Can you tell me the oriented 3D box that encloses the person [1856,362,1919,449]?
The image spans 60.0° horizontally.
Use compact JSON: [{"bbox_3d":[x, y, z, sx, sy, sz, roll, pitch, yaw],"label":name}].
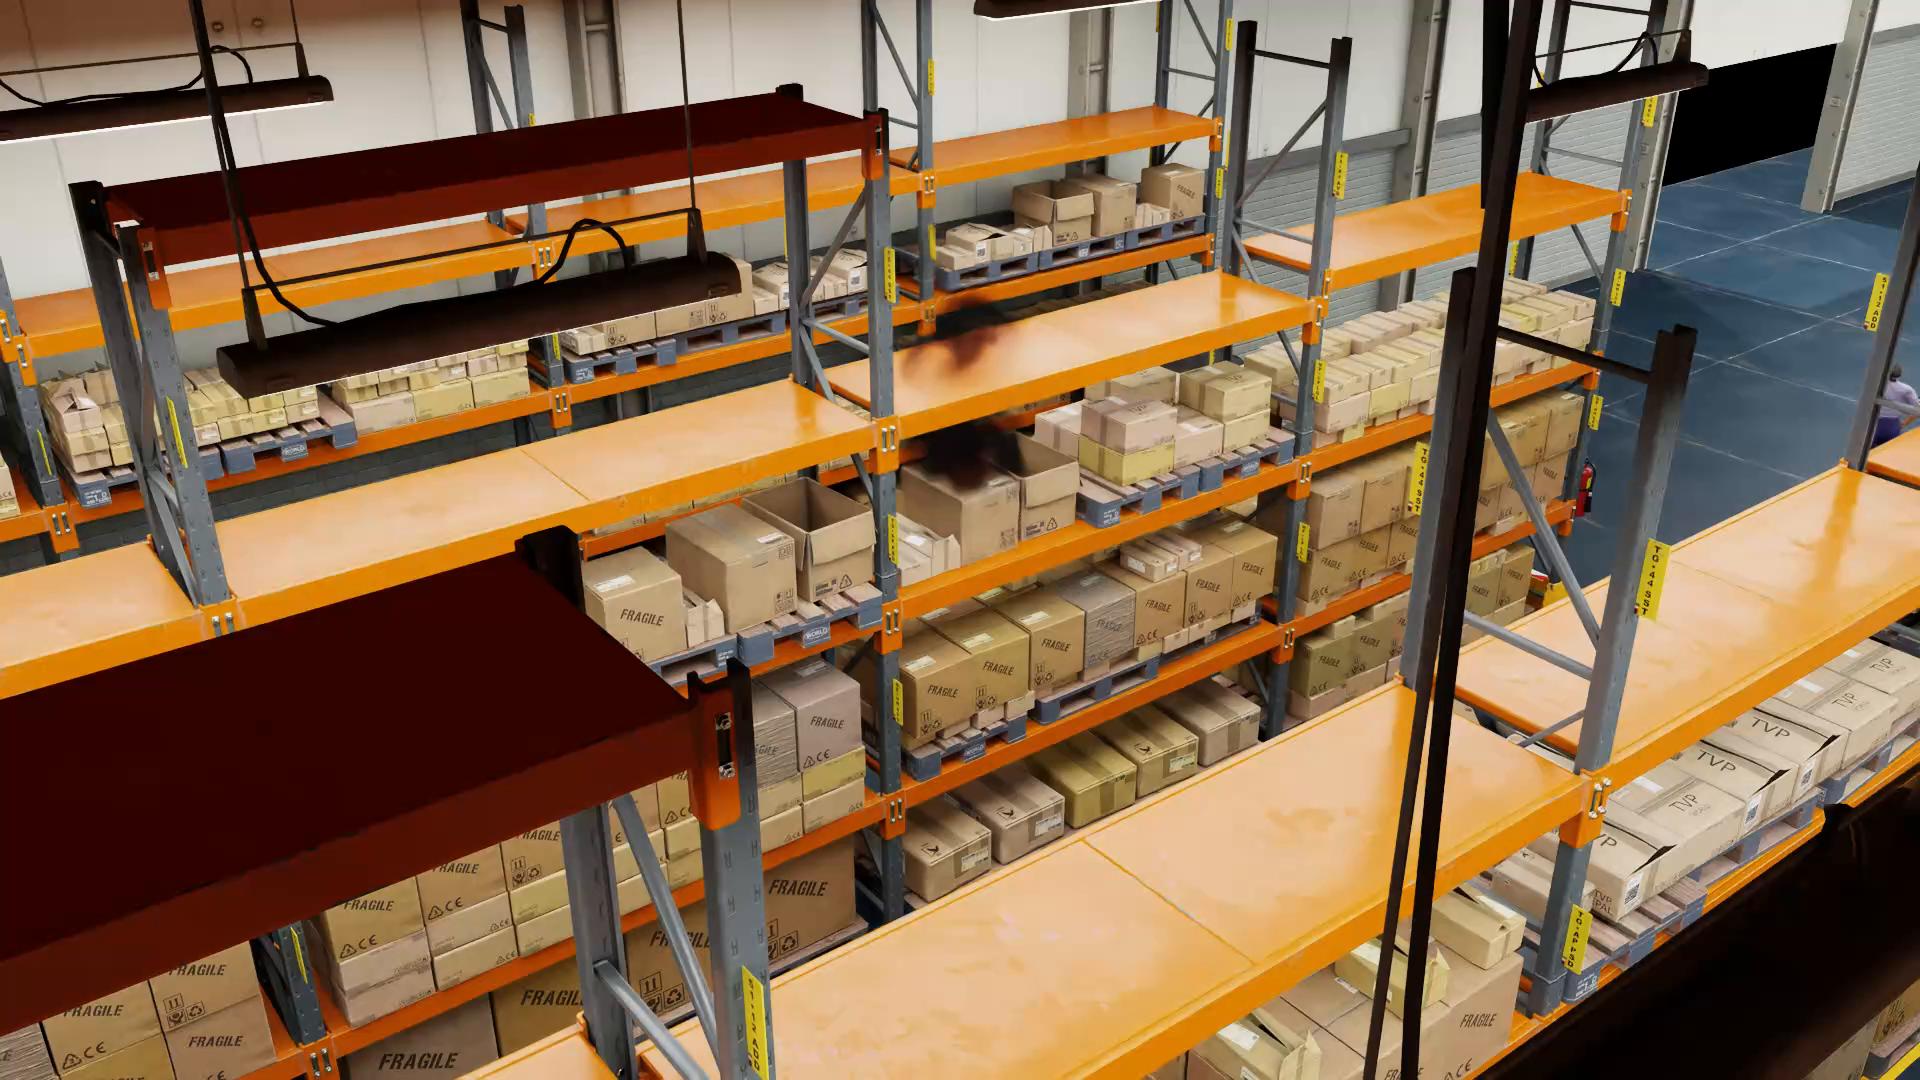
[{"bbox_3d":[10.442,-1.255,18.869,0.634,1.612,0.559,7,27,13],"label":"person"}]
